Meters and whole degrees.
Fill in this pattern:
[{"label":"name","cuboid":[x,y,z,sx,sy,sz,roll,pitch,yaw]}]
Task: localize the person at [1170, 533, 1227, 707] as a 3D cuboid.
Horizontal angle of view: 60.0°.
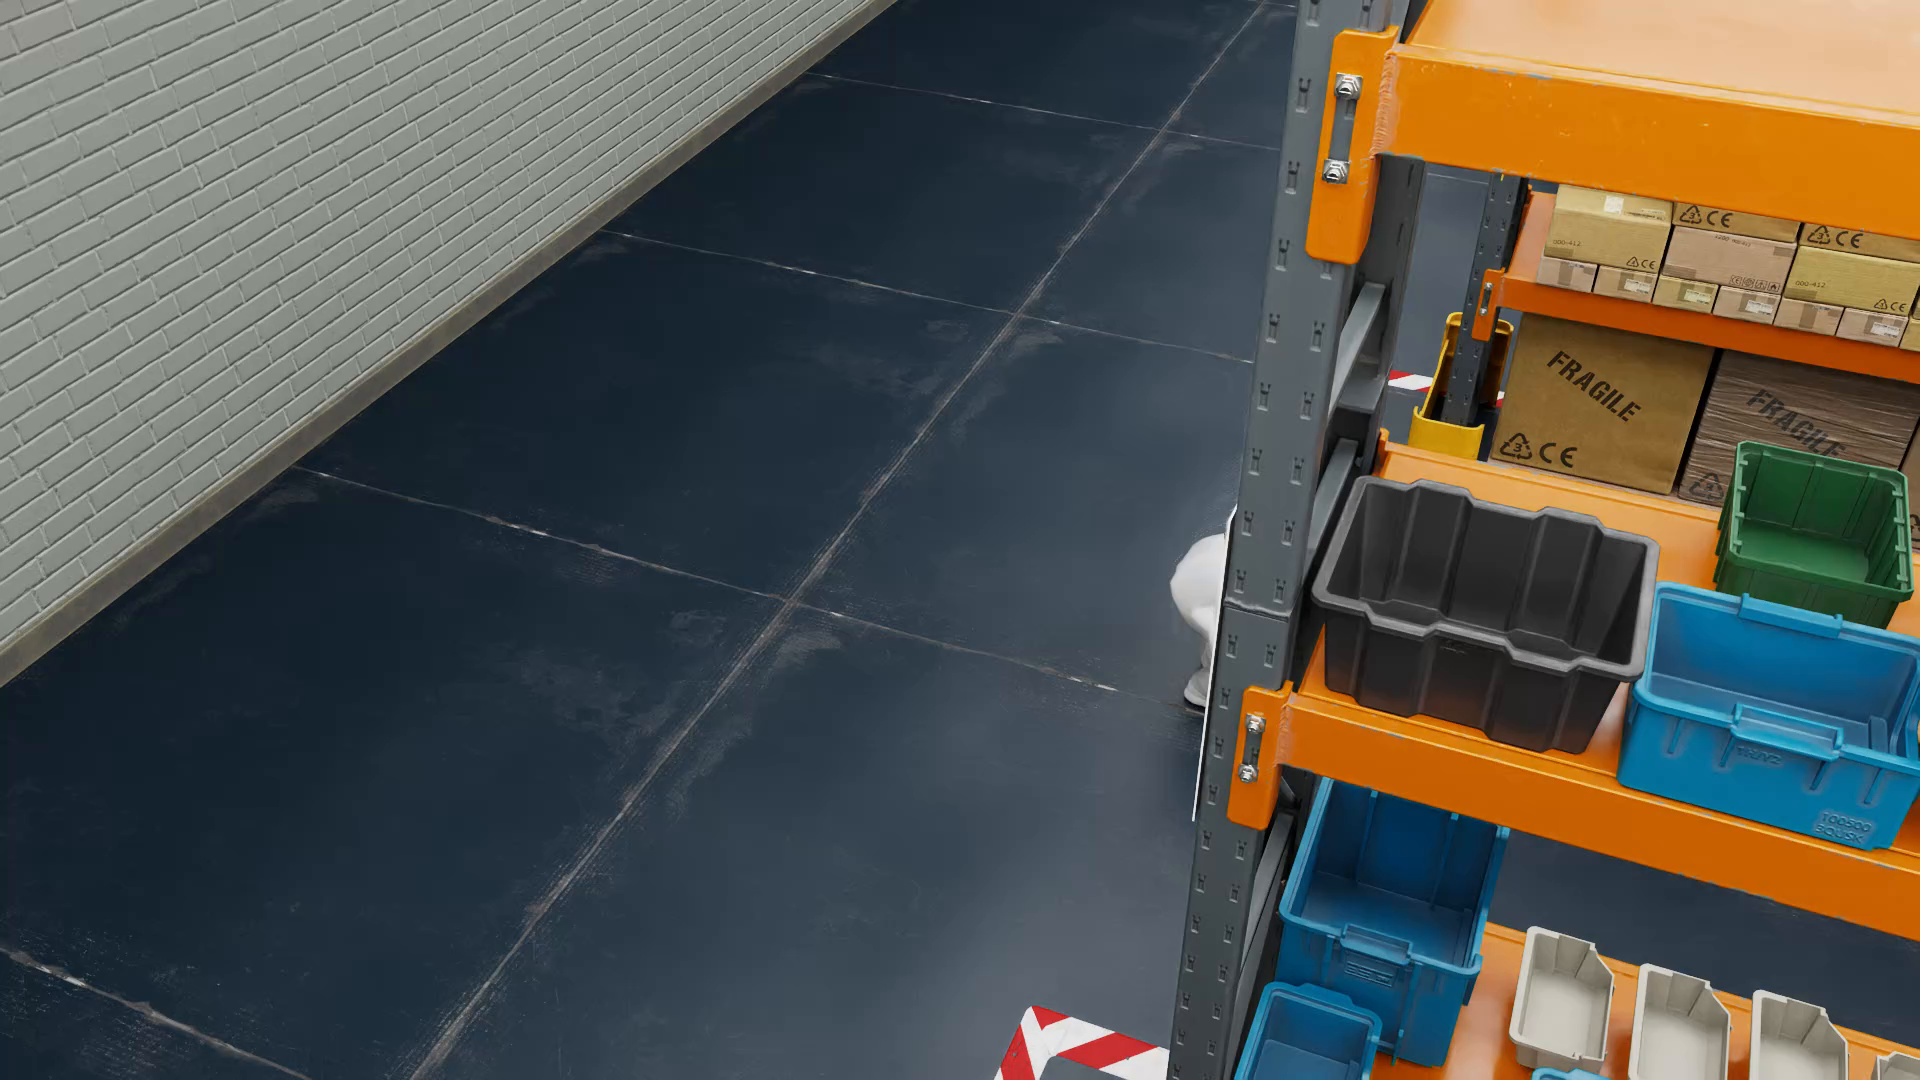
[{"label":"person","cuboid":[1.366,0.384,7.143,0.950,0.830,0.582,13,39,17]}]
